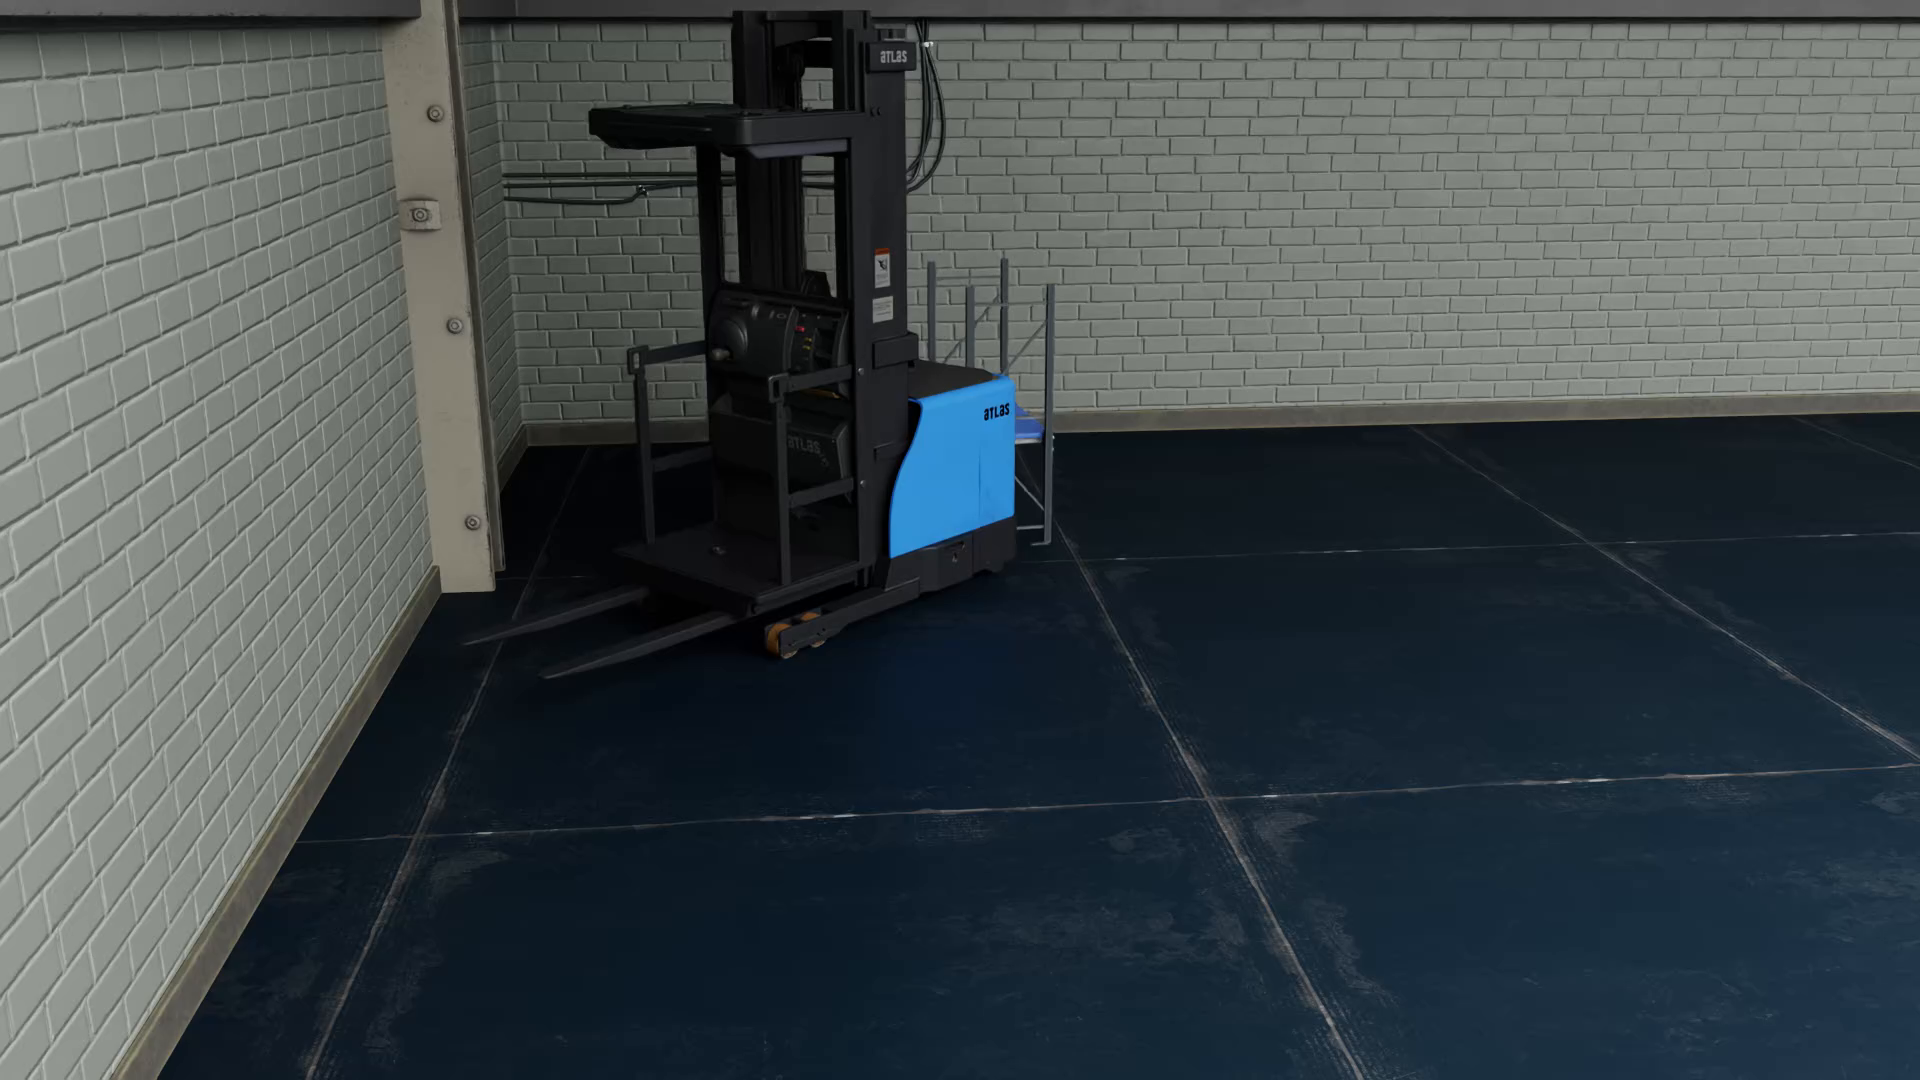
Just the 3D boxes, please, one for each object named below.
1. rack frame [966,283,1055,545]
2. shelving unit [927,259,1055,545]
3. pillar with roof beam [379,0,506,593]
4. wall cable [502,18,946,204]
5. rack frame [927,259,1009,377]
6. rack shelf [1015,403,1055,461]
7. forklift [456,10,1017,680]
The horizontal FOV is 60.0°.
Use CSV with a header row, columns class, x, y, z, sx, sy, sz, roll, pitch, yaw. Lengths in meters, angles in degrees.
class,x,y,z,sx,sy,sz,roll,pitch,yaw
rack frame,0.278,-0.681,9.343,0.500,1.500,0.032,-4,18,-12
shelving unit,0.164,-0.830,9.816,0.538,1.500,1.048,-4,18,-12
pillar with roof beam,1.639,-4.210,8.064,9.100,9.000,0.400,-2,18,-6
wall cable,-1.631,-3.514,11.031,3.097,2.526,0.112,-2,18,-6
rack frame,0.050,-0.978,10.289,0.500,1.500,0.032,-4,18,-12
rack shelf,0.164,-0.658,9.870,0.538,0.185,1.000,-4,18,-12
forklift,-1.029,-1.007,7.990,1.130,2.935,3.031,14,22,38
